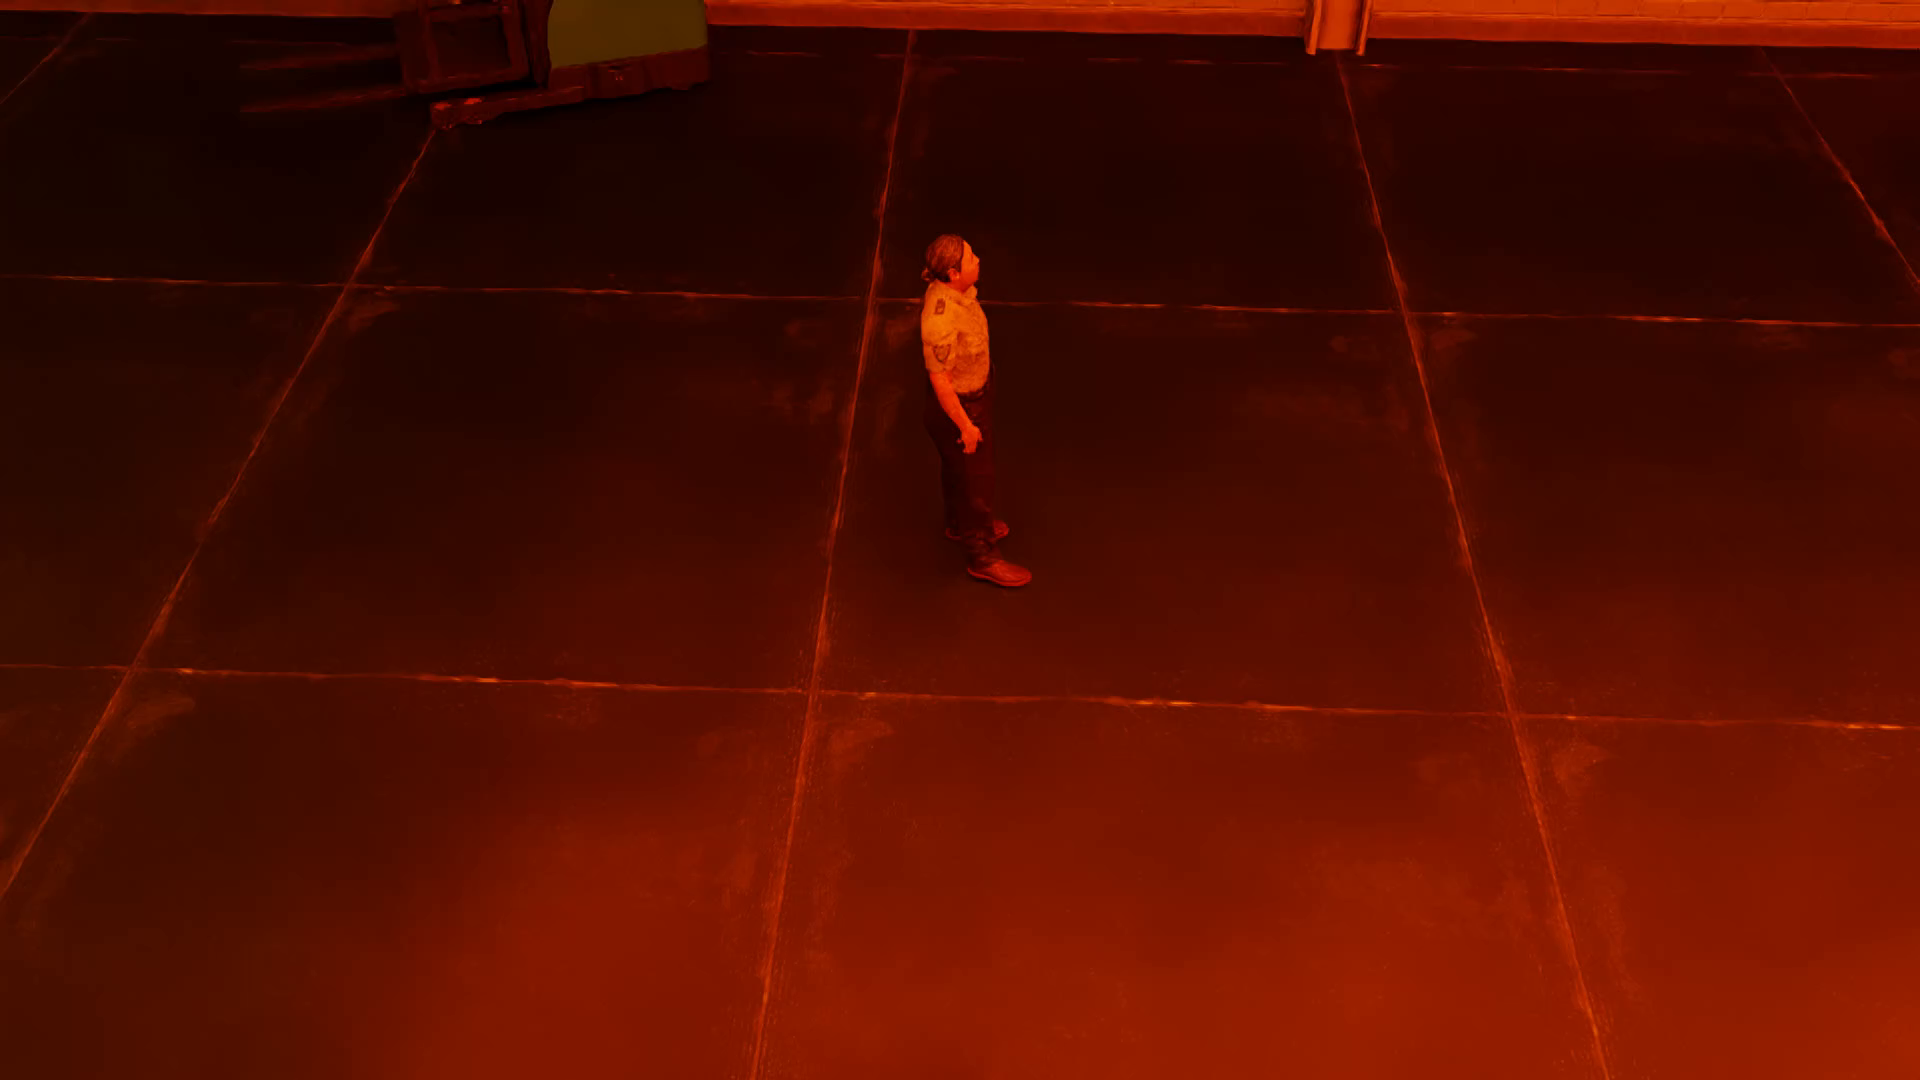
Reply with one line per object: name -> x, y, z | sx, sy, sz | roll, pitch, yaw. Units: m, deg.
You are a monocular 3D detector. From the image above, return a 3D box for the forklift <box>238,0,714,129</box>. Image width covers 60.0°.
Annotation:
forklift -> -3.240, -4.161, 10.300 | 3.031, 2.935, 1.130 | -12, 44, -13

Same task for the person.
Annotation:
person -> 0.089, -0.596, 7.336 | 0.502, 1.650, 0.599 | 2, 42, 2
